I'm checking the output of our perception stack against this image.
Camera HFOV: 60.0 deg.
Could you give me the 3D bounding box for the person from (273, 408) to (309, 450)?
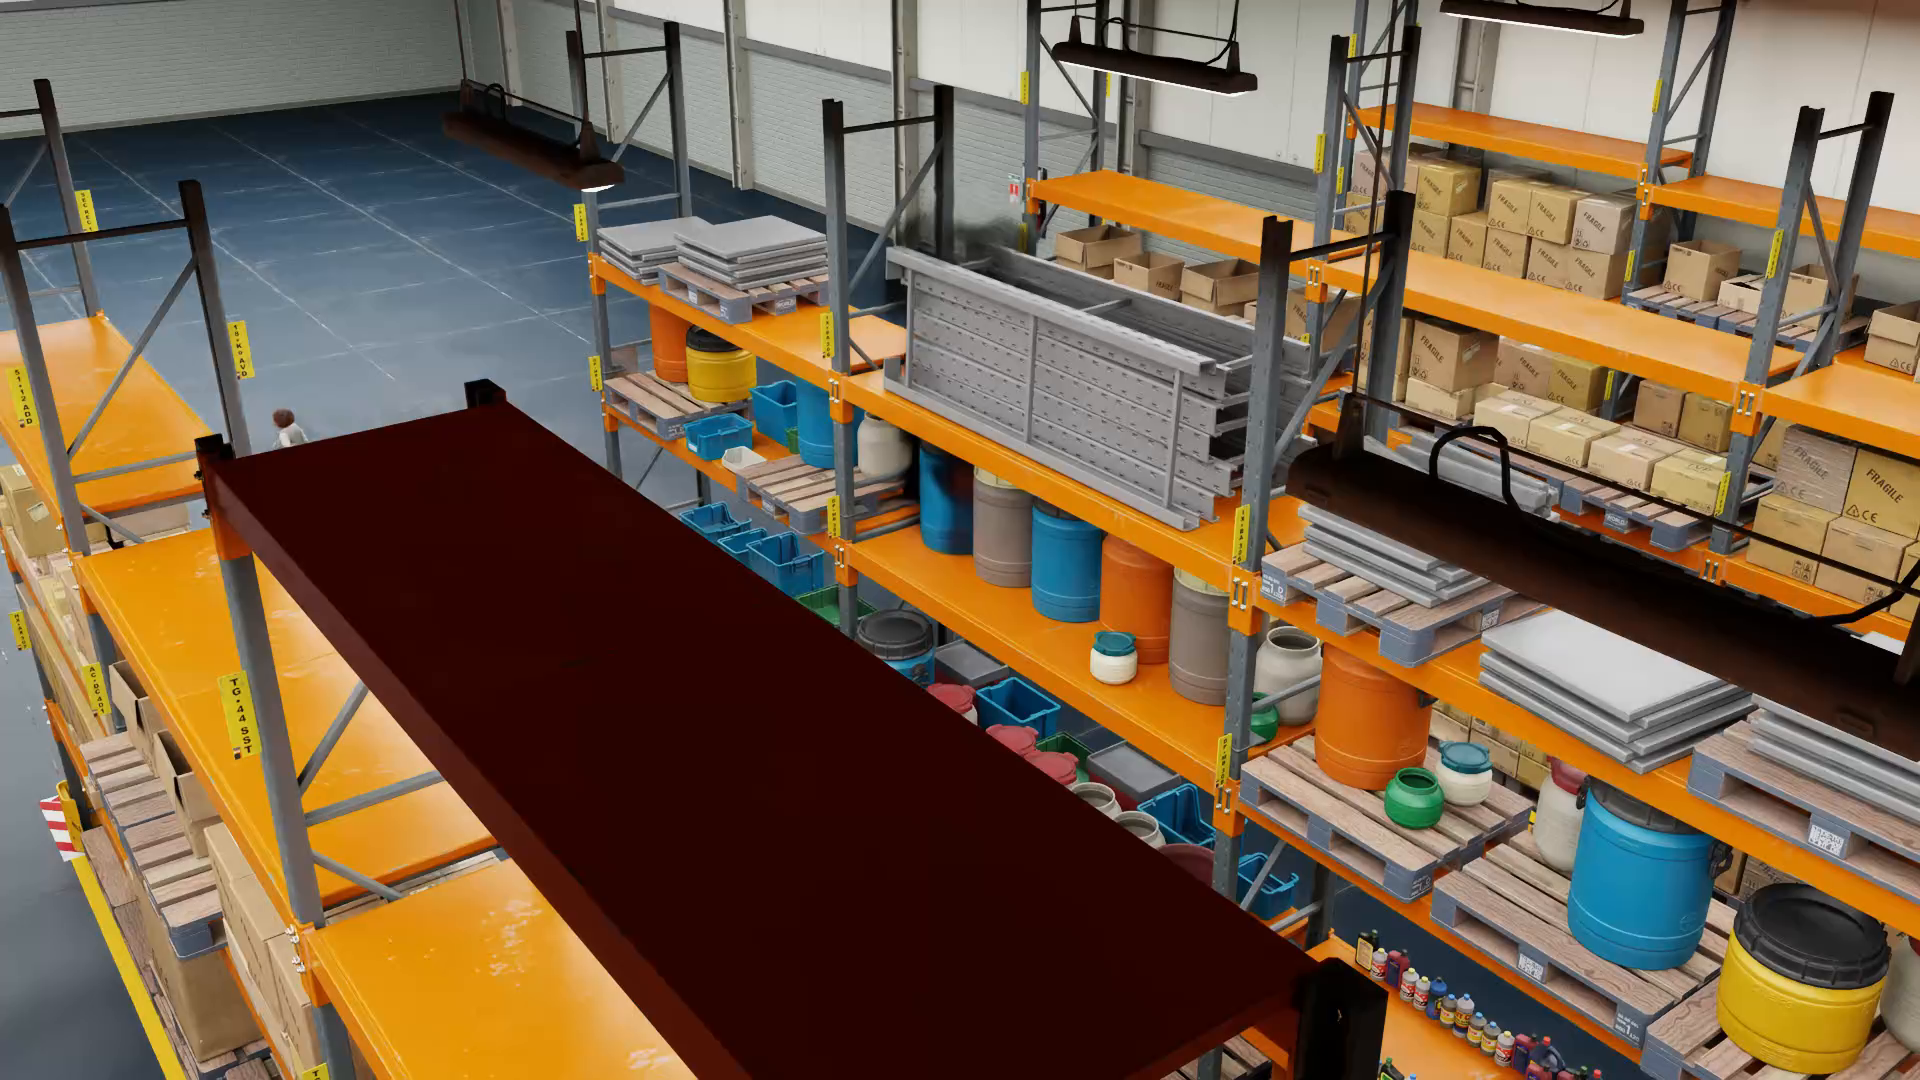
[{"bbox_3d":[-7.380,-0.680,18.710,0.659,1.514,0.555,0,25,-1],"label":"person"}]
